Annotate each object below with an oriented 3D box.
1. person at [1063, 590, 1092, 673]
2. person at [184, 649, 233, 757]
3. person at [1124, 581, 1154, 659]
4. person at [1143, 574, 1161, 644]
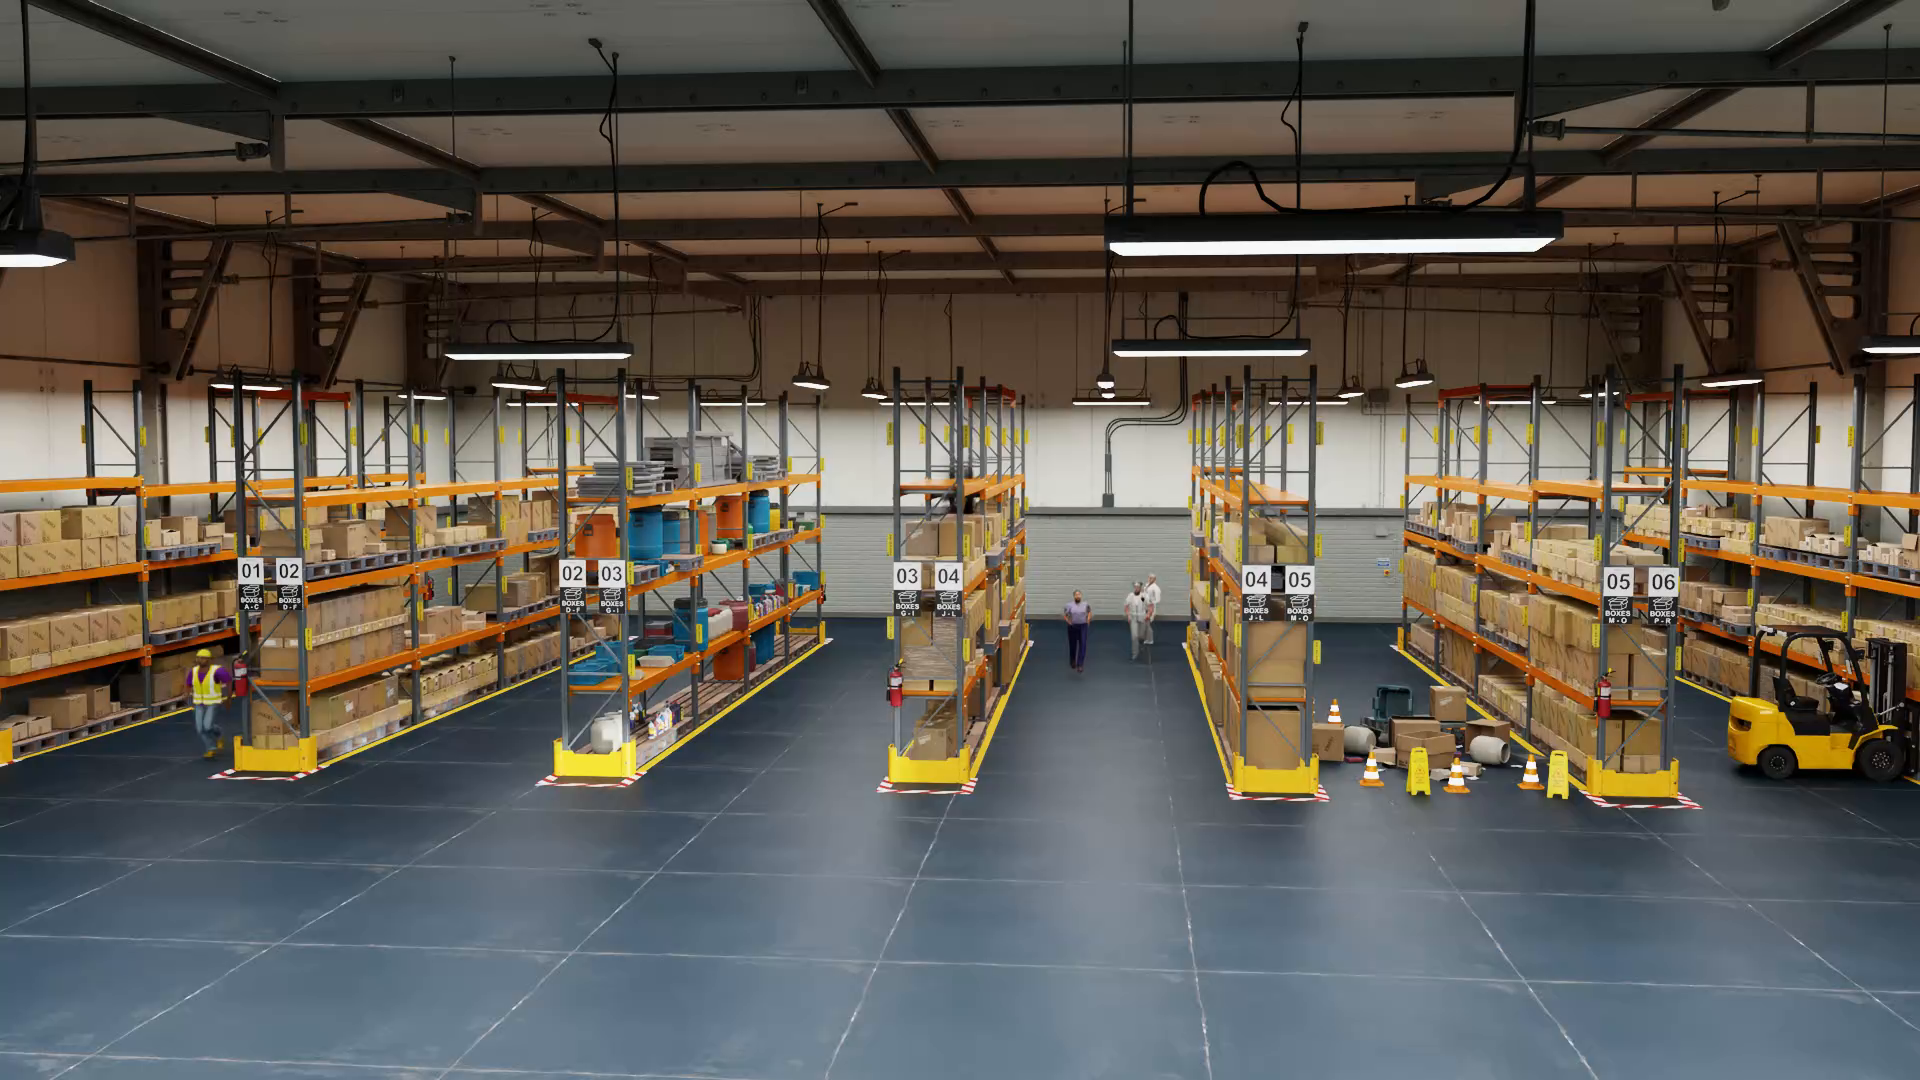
[{"bbox_3d":[2.390,1.827,33.761,0.607,1.641,0.782,0,4,-2],"label":"person"},{"bbox_3d":[-11.726,2.542,25.850,0.713,1.700,0.588,0,4,4],"label":"person"},{"bbox_3d":[4.062,1.789,37.753,0.670,1.757,0.657,1,4,12],"label":"person"},{"bbox_3d":[4.512,1.655,39.934,0.535,1.713,0.742,-2,4,-32],"label":"person"}]
